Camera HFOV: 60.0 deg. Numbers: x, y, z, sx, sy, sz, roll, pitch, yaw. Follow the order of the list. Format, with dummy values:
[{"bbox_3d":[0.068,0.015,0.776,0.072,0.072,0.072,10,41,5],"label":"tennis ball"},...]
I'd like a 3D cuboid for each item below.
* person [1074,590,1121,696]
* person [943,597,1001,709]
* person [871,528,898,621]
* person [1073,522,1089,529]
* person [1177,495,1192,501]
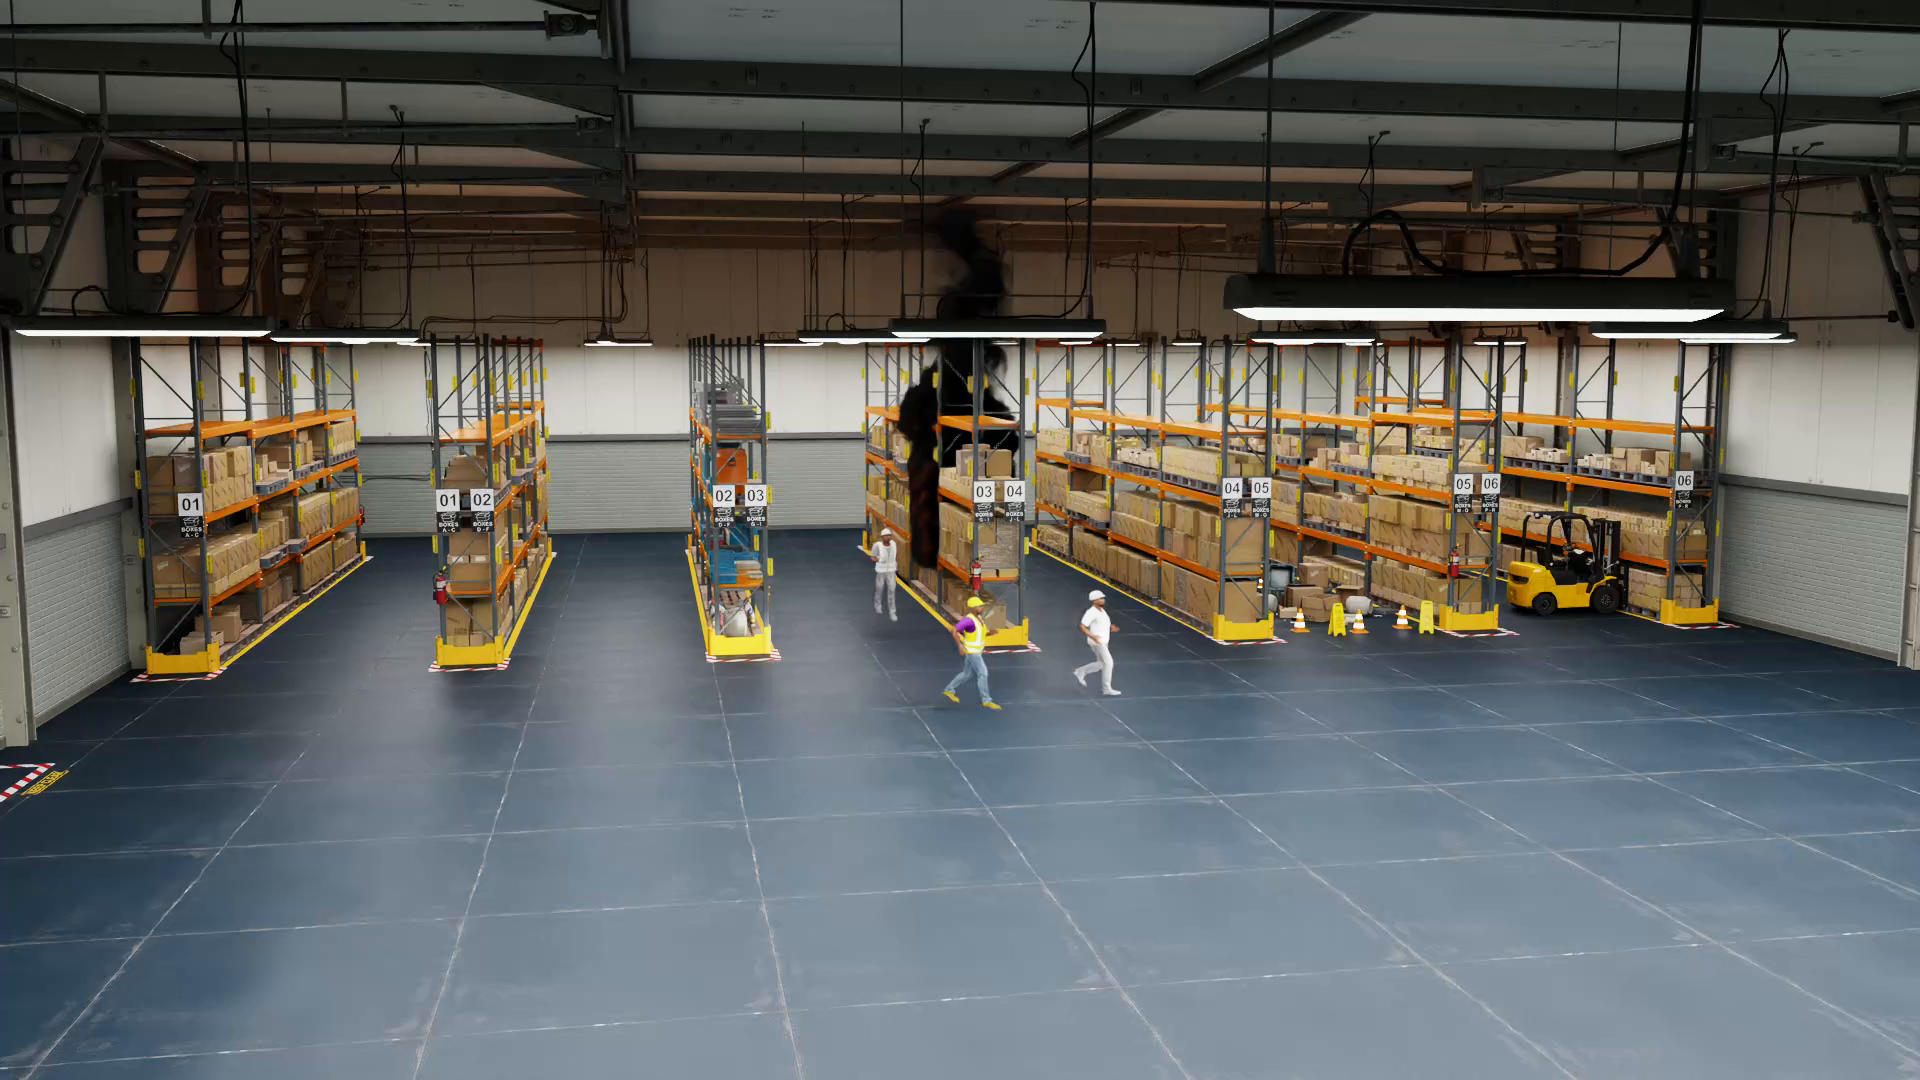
[{"bbox_3d":[2.277,1.702,27.622,0.856,1.740,0.714,3,7,22],"label":"person"},{"bbox_3d":[0.194,1.788,26.464,0.964,1.775,0.689,1,7,11],"label":"person"},{"bbox_3d":[-1.523,0.687,33.756,0.614,1.862,0.829,-2,7,-16],"label":"person"},{"bbox_3d":[3.590,-0.868,49.982,0.736,1.753,0.922,-6,9,-42],"label":"person"},{"bbox_3d":[6.853,-0.920,50.873,0.962,1.671,0.653,0,7,0],"label":"person"}]
